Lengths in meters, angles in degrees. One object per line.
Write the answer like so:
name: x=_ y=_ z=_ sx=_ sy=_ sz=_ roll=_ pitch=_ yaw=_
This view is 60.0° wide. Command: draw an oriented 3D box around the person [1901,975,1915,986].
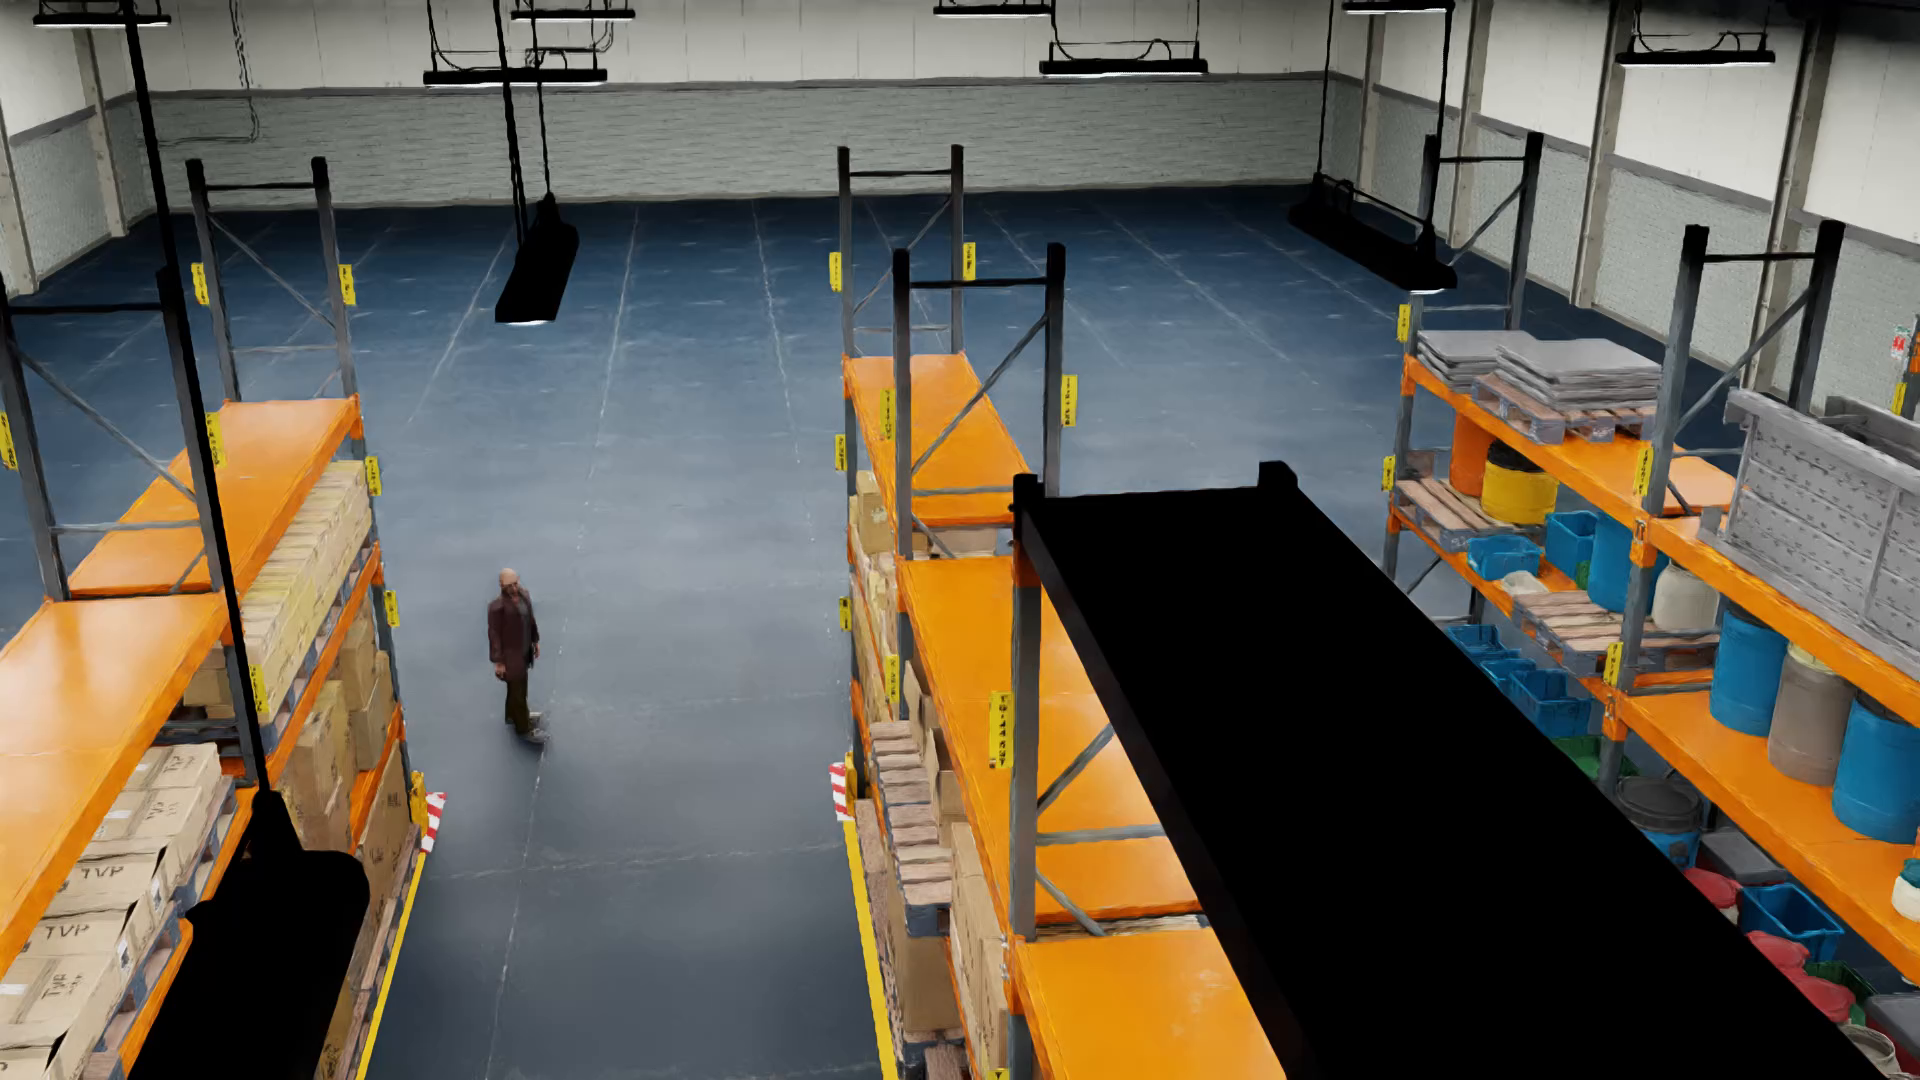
person: x=7.486 y=2.757 z=12.468 sx=0.408 sy=1.603 sz=0.512 roll=-17 pitch=27 yaw=-37

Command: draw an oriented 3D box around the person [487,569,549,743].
person: x=-4.332 y=1.117 z=16.361 sx=0.628 sy=1.771 sz=0.669 roll=8 pitch=23 yaw=19
